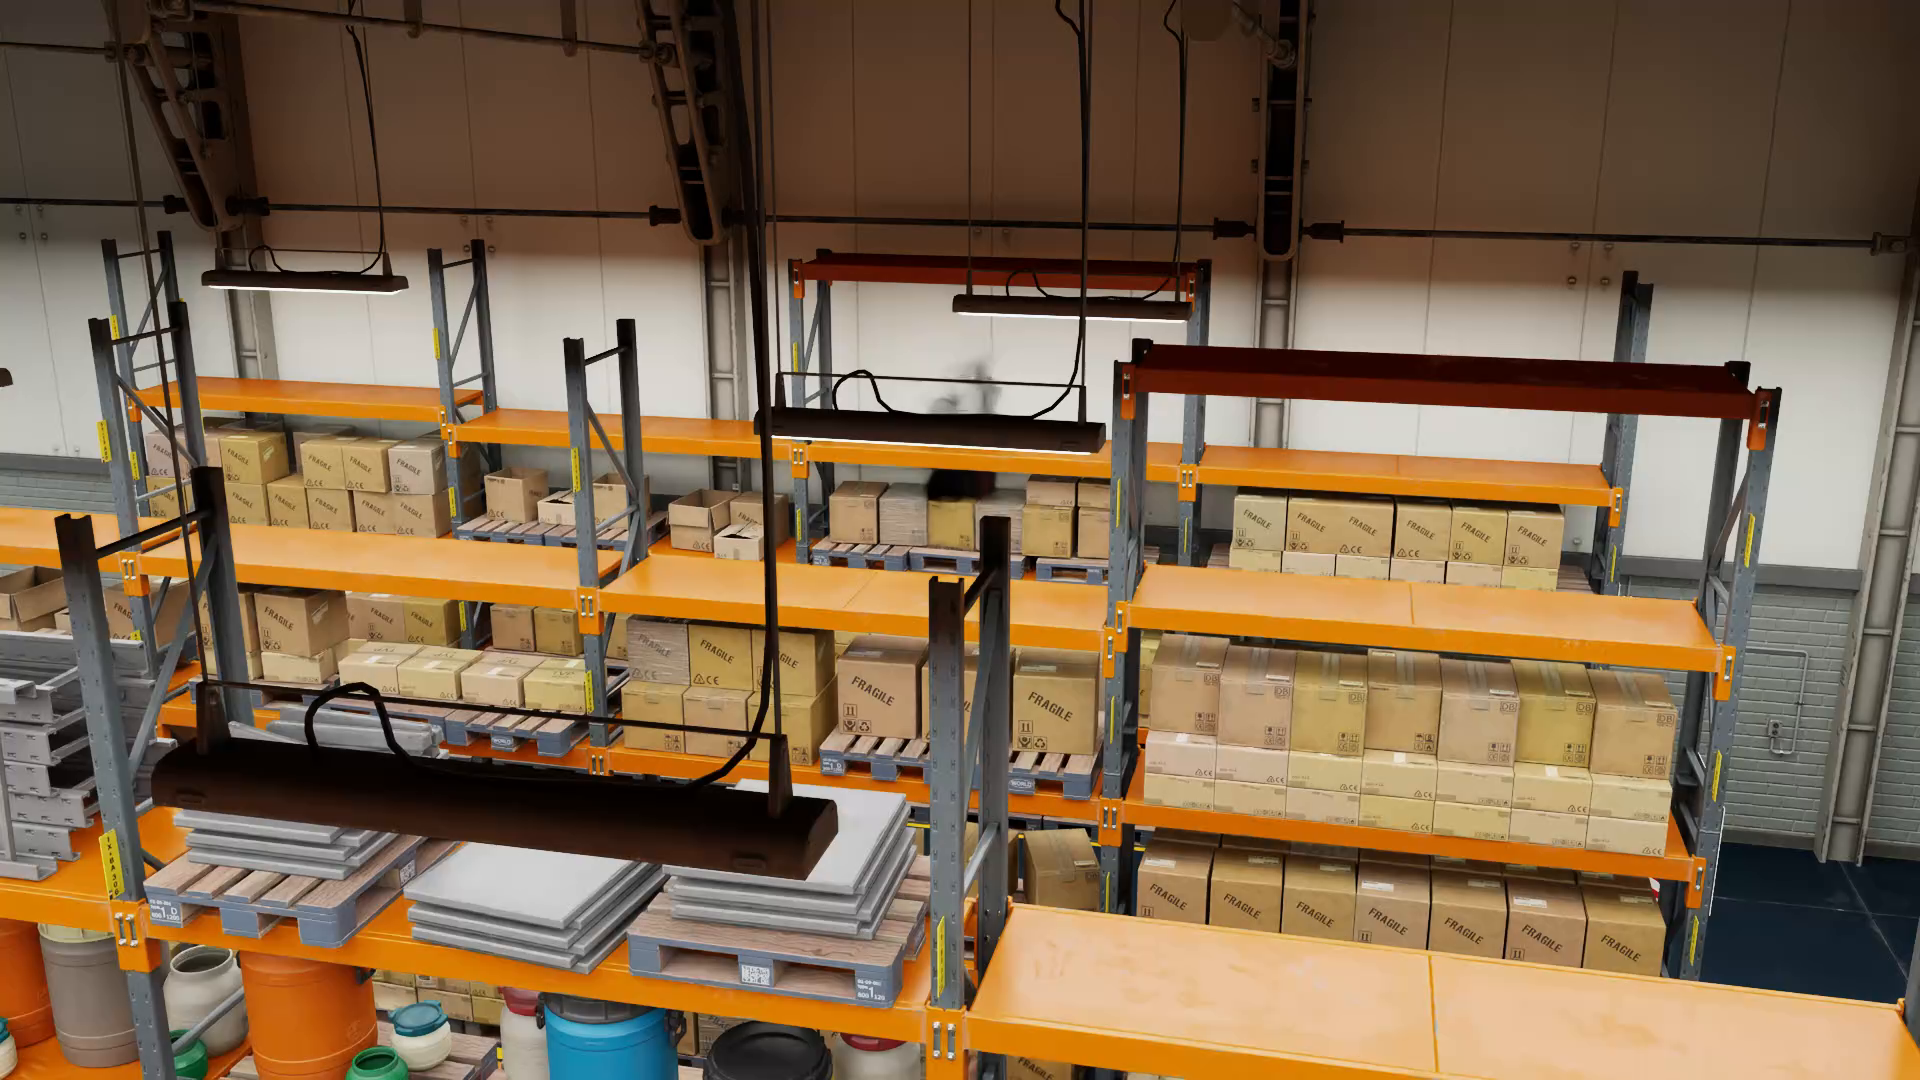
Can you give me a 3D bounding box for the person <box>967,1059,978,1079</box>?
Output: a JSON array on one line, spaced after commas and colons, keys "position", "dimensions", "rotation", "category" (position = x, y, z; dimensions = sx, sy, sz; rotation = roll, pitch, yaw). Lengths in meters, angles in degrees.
[{"position": [0.115, 4.199, 10.980], "dimensions": [0.951, 1.738, 0.664], "rotation": [1, 16, 2], "category": "person"}]
